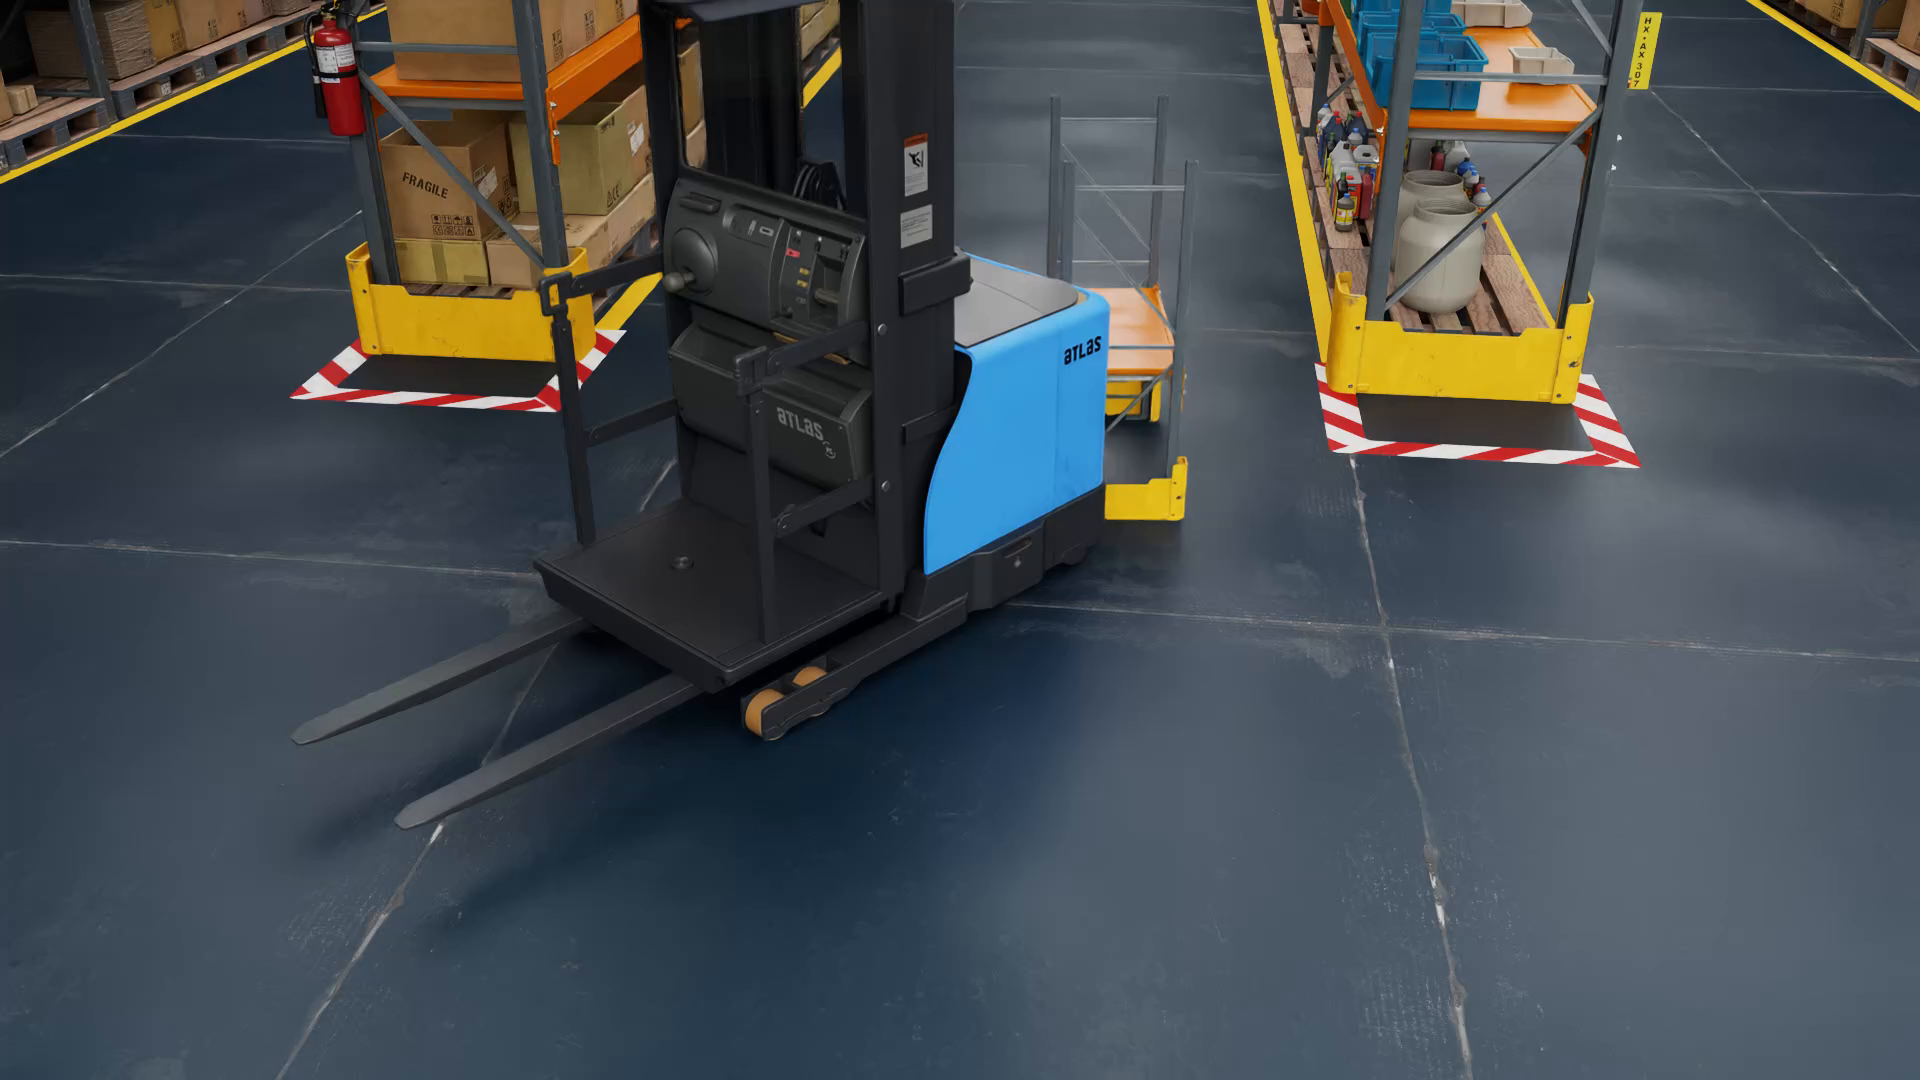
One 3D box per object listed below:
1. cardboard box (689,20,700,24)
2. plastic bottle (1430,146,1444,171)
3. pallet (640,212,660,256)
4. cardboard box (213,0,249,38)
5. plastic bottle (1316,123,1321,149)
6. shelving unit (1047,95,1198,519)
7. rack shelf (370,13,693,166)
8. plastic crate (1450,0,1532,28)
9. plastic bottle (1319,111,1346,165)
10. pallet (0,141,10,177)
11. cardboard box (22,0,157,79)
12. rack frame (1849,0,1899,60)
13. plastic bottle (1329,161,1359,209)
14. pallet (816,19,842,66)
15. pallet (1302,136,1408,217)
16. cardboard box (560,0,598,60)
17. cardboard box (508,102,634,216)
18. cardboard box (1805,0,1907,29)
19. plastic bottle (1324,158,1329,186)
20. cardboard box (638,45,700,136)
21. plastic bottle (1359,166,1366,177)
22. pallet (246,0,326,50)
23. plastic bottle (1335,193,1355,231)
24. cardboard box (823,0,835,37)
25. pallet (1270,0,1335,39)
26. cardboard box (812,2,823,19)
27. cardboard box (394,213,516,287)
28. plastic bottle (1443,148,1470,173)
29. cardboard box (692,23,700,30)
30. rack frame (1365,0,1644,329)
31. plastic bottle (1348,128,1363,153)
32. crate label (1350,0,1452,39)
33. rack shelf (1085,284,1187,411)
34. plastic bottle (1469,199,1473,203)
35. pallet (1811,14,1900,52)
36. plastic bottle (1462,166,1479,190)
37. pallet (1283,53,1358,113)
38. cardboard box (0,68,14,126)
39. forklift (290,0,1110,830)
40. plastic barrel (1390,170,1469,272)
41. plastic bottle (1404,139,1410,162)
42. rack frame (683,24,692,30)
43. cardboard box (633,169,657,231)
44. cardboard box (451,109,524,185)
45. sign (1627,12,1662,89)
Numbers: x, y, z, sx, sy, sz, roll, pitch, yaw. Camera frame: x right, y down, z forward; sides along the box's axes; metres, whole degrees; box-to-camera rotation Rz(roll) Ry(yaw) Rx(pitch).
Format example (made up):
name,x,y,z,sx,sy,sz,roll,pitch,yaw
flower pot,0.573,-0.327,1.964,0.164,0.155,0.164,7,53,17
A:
name,x,y,z,sx,sy,sz,roll,pitch,yaw
cardboard box,-2.170,-3.891,12.676,0.500,0.311,0.500,4,29,8
plastic bottle,2.938,-2.293,10.244,0.061,0.283,0.133,3,28,6
pallet,-2.278,-2.042,10.318,1.003,0.211,1.213,3,28,6
cardboard box,-6.667,-4.667,14.421,0.700,0.500,0.500,3,28,6
plastic bottle,2.437,-2.717,11.118,0.097,0.201,0.097,0,28,0
shelving unit,0.640,-1.003,7.030,0.587,1.500,1.083,0,28,0
rack shelf,-2.237,-2.960,9.839,1.077,0.370,4.000,3,28,6
plastic crate,2.976,-3.033,9.495,0.530,0.136,0.437,3,28,6
plastic bottle,2.413,-2.600,10.742,0.144,0.351,0.185,4,29,8
pallet,-7.103,-2.382,10.949,1.003,0.211,1.213,3,28,6
cardboard box,-6.835,-3.944,13.081,0.700,0.500,0.500,4,29,8
rack frame,8.329,-5.523,13.839,1.000,3.000,0.127,3,28,6
plastic bottle,2.298,-2.112,9.916,0.152,0.276,0.135,3,28,5
pallet,-1.642,-4.488,14.857,1.003,0.211,1.213,3,28,6
pallet,2.800,-2.387,10.958,1.003,0.211,1.213,3,28,6
cardboard box,-2.353,-2.845,8.763,0.700,0.500,0.500,4,29,8
cardboard box,-2.137,-2.114,9.178,0.500,0.500,0.500,3,28,6
cardboard box,8.434,-5.096,14.844,1.225,0.875,0.875,2,28,4
plastic bottle,2.331,-2.313,10.368,0.097,0.201,0.097,0,28,0
cardboard box,-1.963,-2.821,10.489,0.500,0.500,0.500,3,28,6
plastic bottle,2.440,-2.171,10.104,0.097,0.201,0.097,0,28,0
pallet,-6.516,-4.791,15.421,1.003,0.211,1.213,3,28,6
plastic bottle,2.223,-1.897,9.595,0.097,0.201,0.097,0,28,0
cardboard box,-1.384,-4.570,14.527,0.500,0.250,0.500,3,28,6
pallet,3.469,-4.957,15.728,1.003,0.211,1.213,3,28,6
cardboard box,-1.444,-4.578,13.951,0.500,0.311,0.500,3,28,6
cardboard box,-2.710,-1.579,8.974,0.500,0.250,0.500,3,28,6
plastic bottle,3.043,-2.284,10.235,0.152,0.276,0.135,4,29,7
cardboard box,-1.694,-3.619,12.170,0.500,0.311,0.500,3,29,6
rack frame,2.433,-2.045,7.384,1.000,3.000,0.127,3,28,6
plastic bottle,2.515,-2.489,10.621,0.097,0.271,0.097,0,28,0
crate label,2.390,-2.943,9.013,0.502,0.435,0.616,3,28,6
rack shelf,0.640,-0.840,7.107,0.538,0.185,1.000,0,28,0
plastic bottle,2.977,-1.891,9.584,0.097,0.201,0.097,0,28,0
pallet,8.500,-4.662,15.181,1.003,0.211,1.213,3,28,6
plastic bottle,3.019,-2.081,9.864,0.097,0.271,0.097,0,28,0
pallet,3.128,-3.648,13.299,1.003,0.211,1.213,3,28,6
cardboard box,-6.997,-3.106,11.525,0.500,0.500,0.500,1,28,2
forklift,-0.799,-0.900,5.330,1.130,2.935,3.031,24,36,37
plastic barrel,2.499,-1.685,8.895,0.421,0.512,0.421,0,28,0
plastic bottle,2.987,-2.644,10.824,0.144,0.351,0.185,3,28,6
rack frame,-1.992,-4.218,11.416,1.000,3.000,0.127,3,28,6
cardboard box,-2.077,-2.020,9.792,0.500,0.250,0.500,3,28,6
cardboard box,-2.604,-2.381,9.672,0.500,0.500,0.500,3,28,6
sign,2.979,-2.133,7.255,0.100,0.325,0.005,3,28,6
